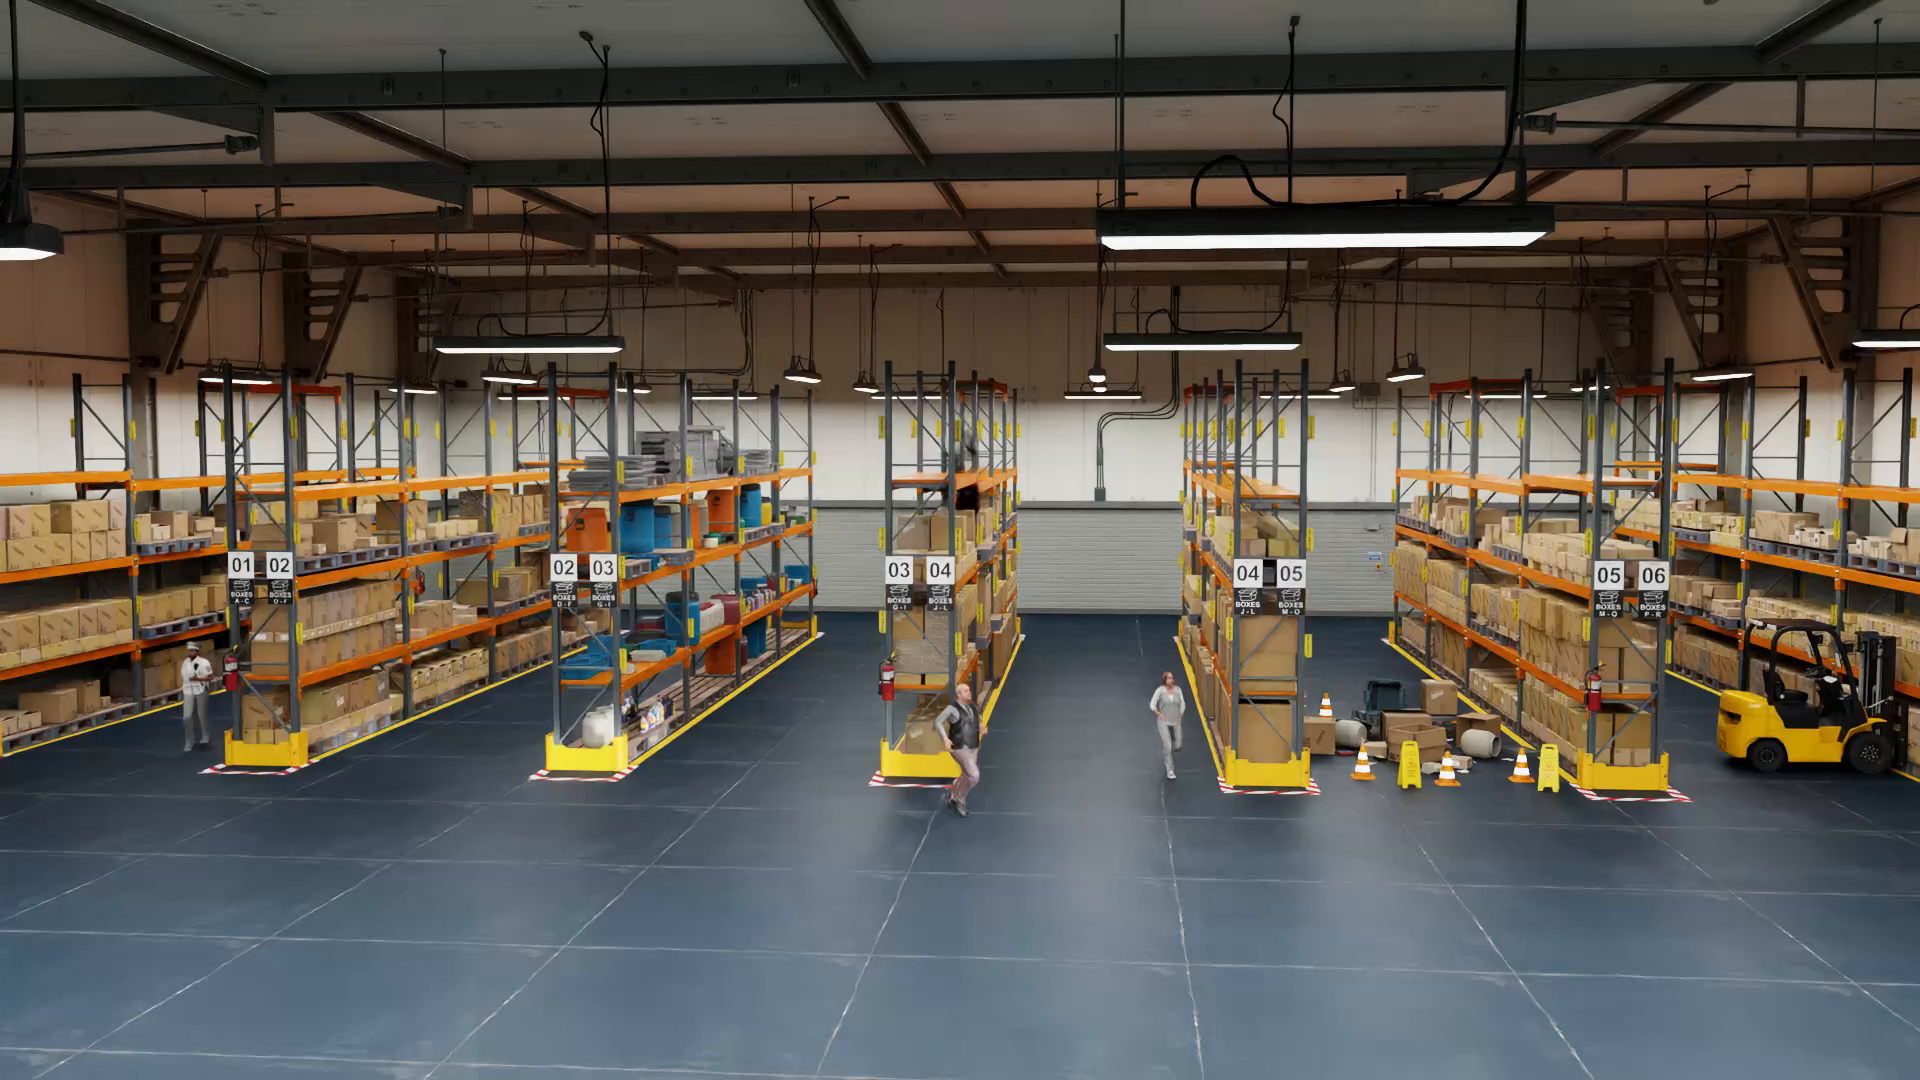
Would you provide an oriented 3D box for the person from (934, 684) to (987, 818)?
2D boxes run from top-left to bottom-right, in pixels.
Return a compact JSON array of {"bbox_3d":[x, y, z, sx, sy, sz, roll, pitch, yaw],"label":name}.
[{"bbox_3d":[0.068,2.727,21.566,0.693,1.721,0.634,3,5,39],"label":"person"}]

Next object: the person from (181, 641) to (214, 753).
[{"bbox_3d":[-11.976,2.457,26.132,0.546,1.766,0.756,0,4,-2],"label":"person"}]

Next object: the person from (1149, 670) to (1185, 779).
[{"bbox_3d":[2.999,2.645,23.995,0.532,1.546,0.559,-1,4,-8],"label":"person"}]
